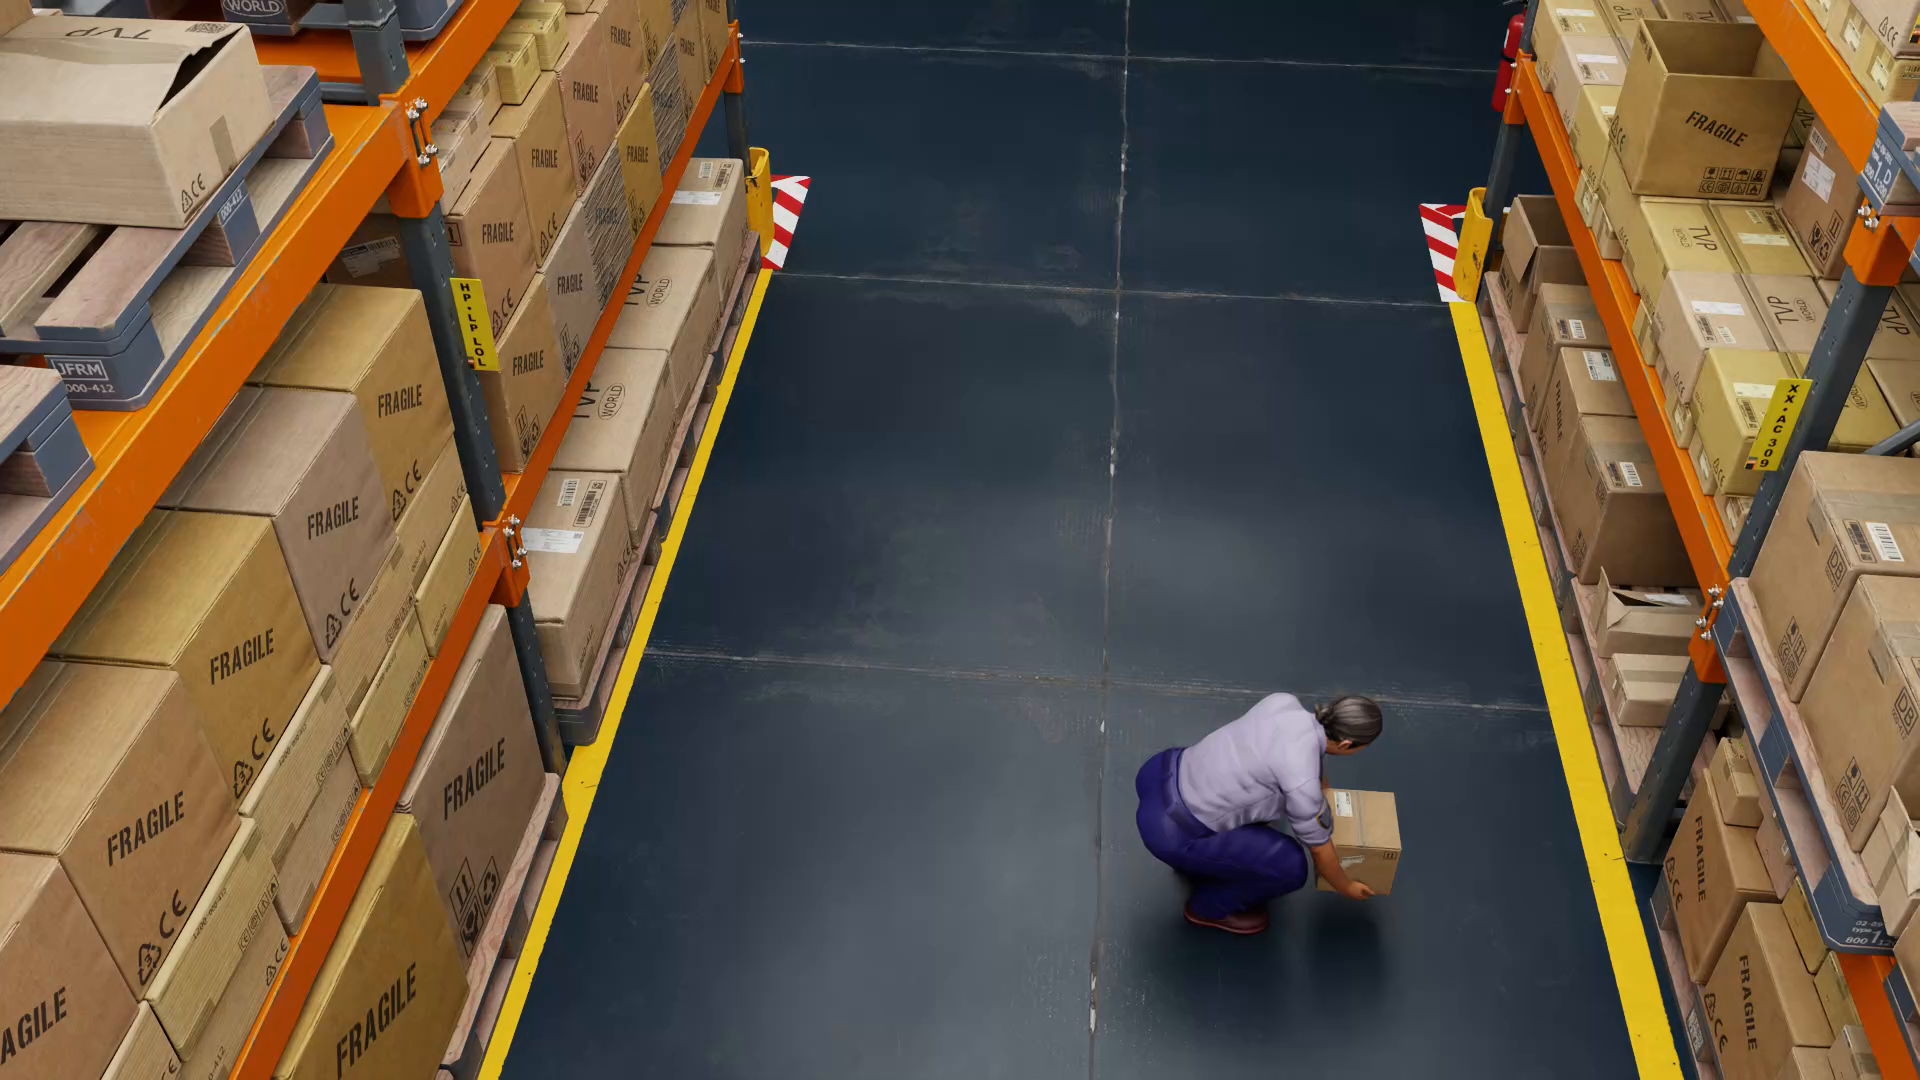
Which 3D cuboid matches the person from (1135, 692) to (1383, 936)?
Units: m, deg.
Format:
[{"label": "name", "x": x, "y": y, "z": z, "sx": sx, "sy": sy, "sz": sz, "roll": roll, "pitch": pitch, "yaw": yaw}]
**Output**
[{"label": "person", "x": 1.013, "y": 0.895, "z": 5.665, "sx": 0.830, "sy": 0.943, "sz": 0.510, "roll": 3, "pitch": 40, "yaw": 4}]
